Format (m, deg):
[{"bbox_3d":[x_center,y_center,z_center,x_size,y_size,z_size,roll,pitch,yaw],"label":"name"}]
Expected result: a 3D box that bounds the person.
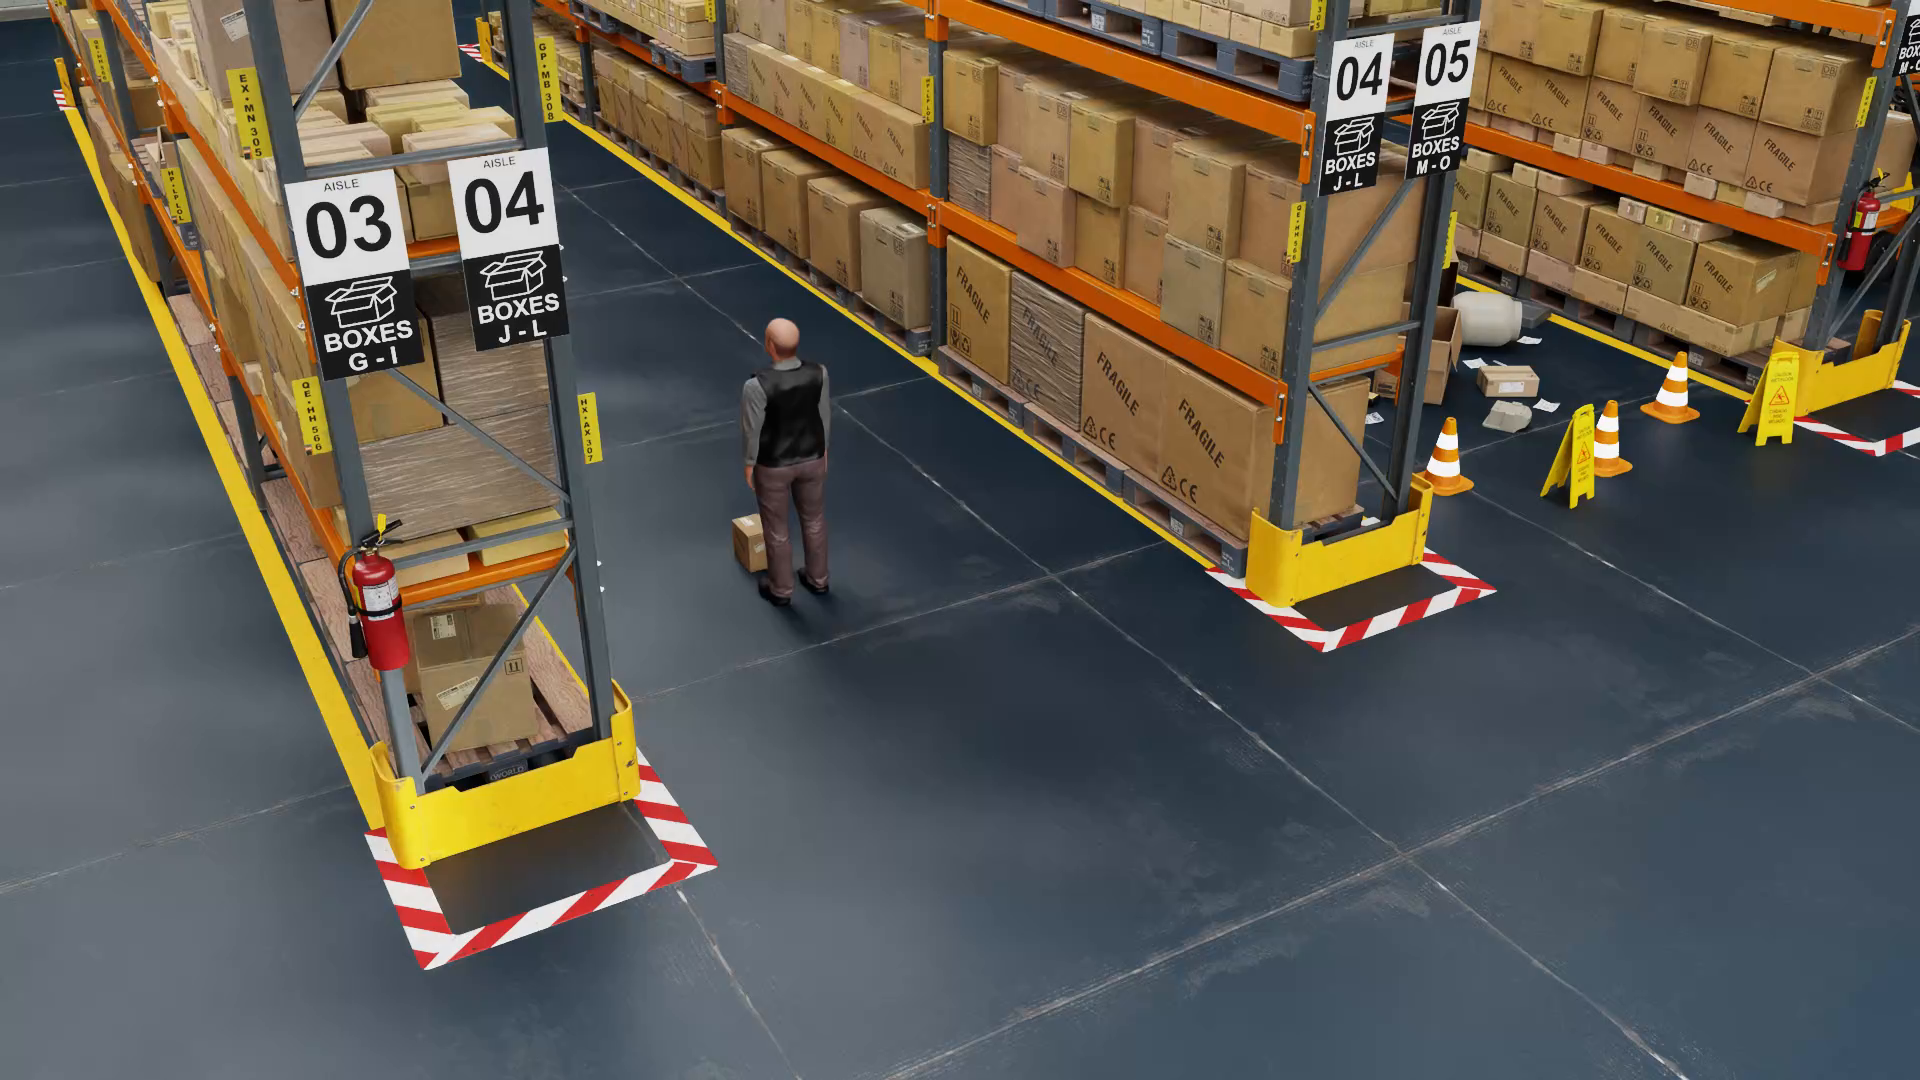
[{"bbox_3d":[-0.983,-0.444,9.379,0.534,1.728,0.373,-15,32,-25],"label":"person"}]
